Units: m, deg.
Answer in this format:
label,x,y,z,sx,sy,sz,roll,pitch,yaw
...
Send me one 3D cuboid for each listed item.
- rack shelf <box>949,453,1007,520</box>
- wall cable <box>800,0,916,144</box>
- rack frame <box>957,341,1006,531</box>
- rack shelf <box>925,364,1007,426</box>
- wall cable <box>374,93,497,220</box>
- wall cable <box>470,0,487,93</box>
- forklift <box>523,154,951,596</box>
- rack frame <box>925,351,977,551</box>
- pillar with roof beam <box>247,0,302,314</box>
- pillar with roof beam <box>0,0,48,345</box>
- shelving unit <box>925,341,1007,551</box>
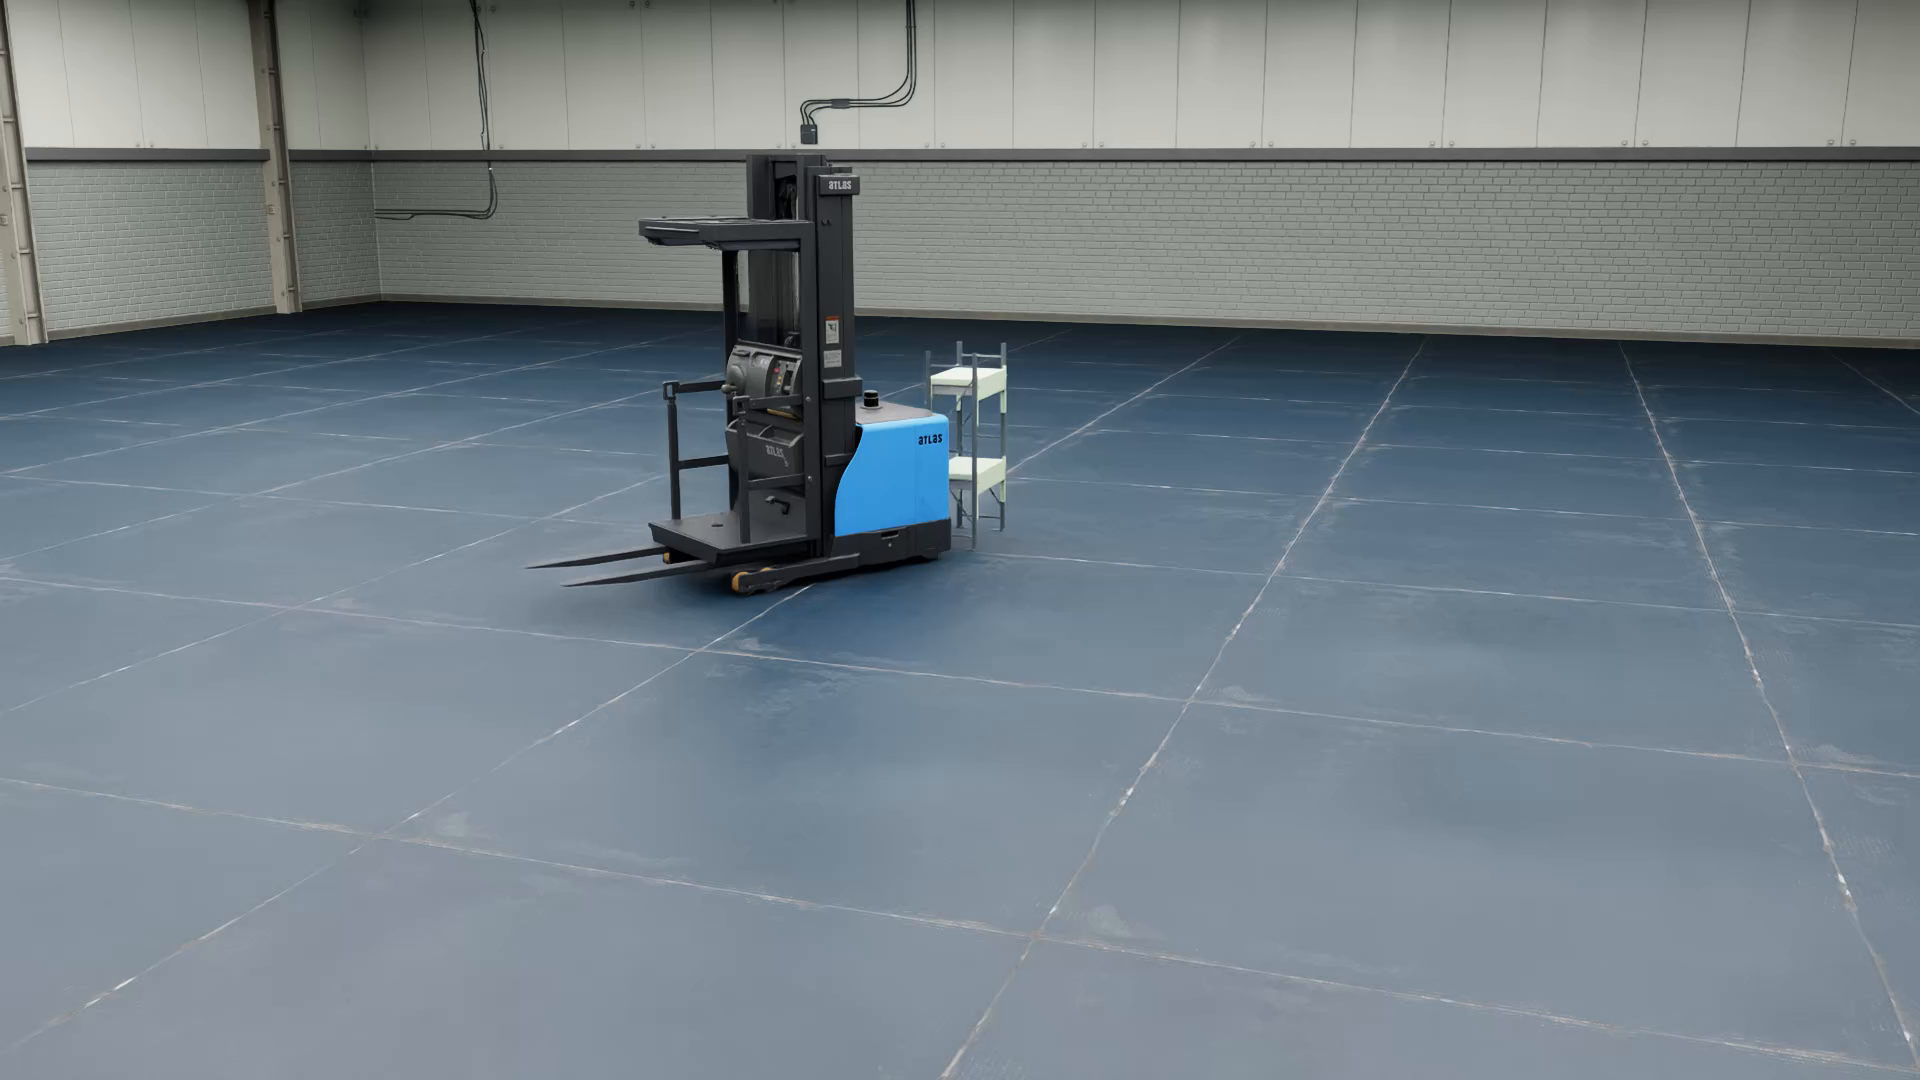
label,x,y,z,sx,sy,sz,roll,pitch,yaw
rack shelf,0.051,-0.424,12.939,0.431,0.370,0.720,4,14,18
wall cable,-1.904,-10.323,30.351,2.305,6.003,0.169,4,14,18
rack frame,0.168,-0.819,13.205,0.400,1.500,0.023,4,14,18
rack shelf,0.051,-1.122,12.780,0.431,0.370,0.720,4,14,18
wall cable,-10.882,-7.838,34.085,3.097,2.526,0.112,4,14,18
wall cable,-8.322,-10.106,32.669,3.097,2.526,0.112,4,14,18
forklift,-1.545,-1.181,11.574,3.031,2.935,1.130,-10,16,-36
rack frame,-0.065,-0.664,12.528,0.400,1.500,0.023,4,14,18
pillar with roof beam,-9.013,-8.517,30.081,9.100,9.000,0.400,4,14,18
pillar with roof beam,-10.954,-7.254,24.546,9.100,9.000,0.400,4,14,18
shelving unit,0.051,-0.742,12.866,0.431,1.500,0.755,4,14,18
